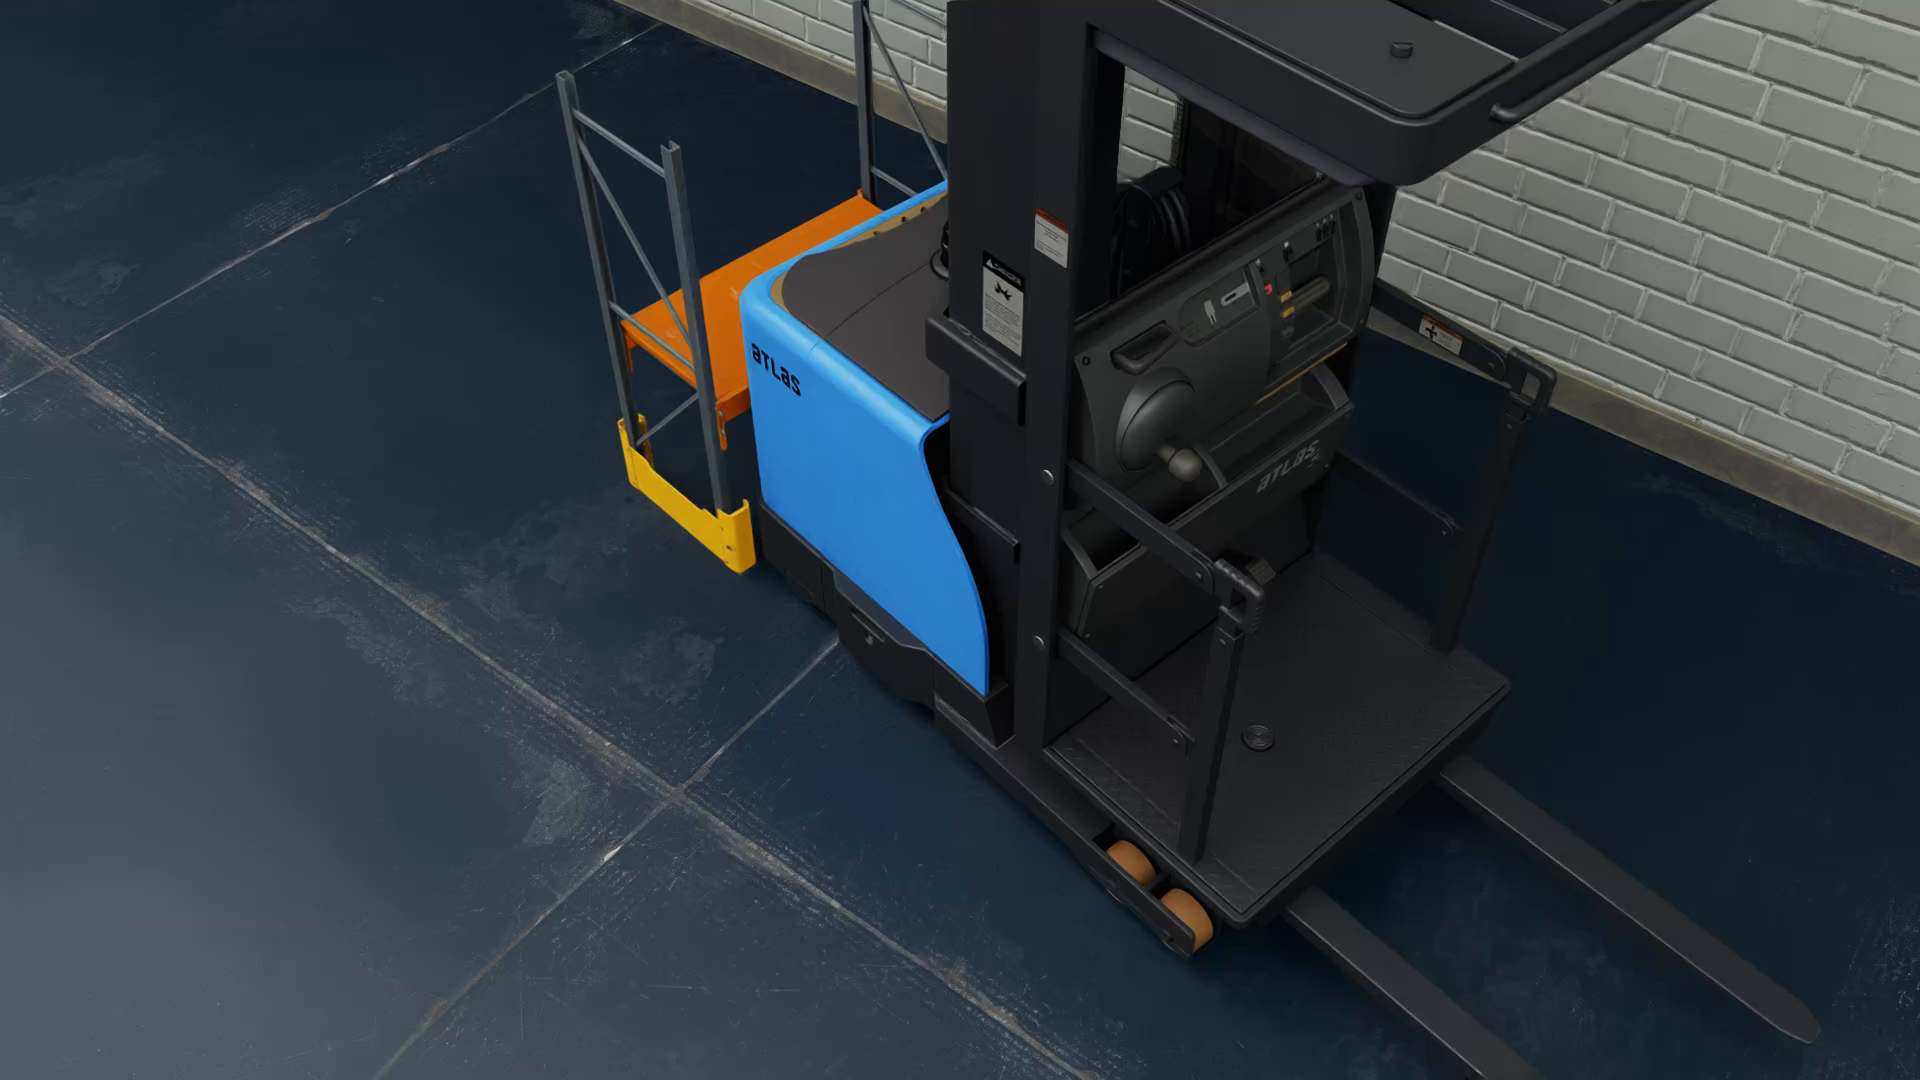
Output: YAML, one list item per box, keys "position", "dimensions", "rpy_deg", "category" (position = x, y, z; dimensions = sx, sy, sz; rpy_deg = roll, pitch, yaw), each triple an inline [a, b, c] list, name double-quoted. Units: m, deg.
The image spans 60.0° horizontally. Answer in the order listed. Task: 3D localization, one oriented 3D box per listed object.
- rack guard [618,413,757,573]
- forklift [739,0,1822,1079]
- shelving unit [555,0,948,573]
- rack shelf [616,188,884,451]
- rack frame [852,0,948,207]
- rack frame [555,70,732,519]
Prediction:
- position: [-0.859, -0.152, 5.222]
  dimensions: [0.087, 0.250, 0.587]
  rpy_deg: [-35, 55, -29]
  category: "rack guard"
- position: [0.748, -0.381, 3.587]
  dimensions: [1.130, 2.935, 3.031]
  rpy_deg: [-33, 54, -27]
  category: "forklift"
- position: [-0.498, -0.833, 5.008]
  dimensions: [1.083, 1.500, 0.587]
  rpy_deg: [-35, 55, -29]
  category: "shelving unit"
- position: [-0.505, -0.704, 5.134]
  dimensions: [1.000, 0.185, 0.538]
  rpy_deg: [-35, 55, -29]
  category: "rack shelf"
- position: [-0.137, -1.082, 5.246]
  dimensions: [0.032, 1.500, 0.500]
  rpy_deg: [-35, 55, -29]
  category: "rack frame"
- position: [-0.873, -0.574, 4.761]
  dimensions: [0.032, 1.500, 0.500]
  rpy_deg: [-35, 55, -29]
  category: "rack frame"
